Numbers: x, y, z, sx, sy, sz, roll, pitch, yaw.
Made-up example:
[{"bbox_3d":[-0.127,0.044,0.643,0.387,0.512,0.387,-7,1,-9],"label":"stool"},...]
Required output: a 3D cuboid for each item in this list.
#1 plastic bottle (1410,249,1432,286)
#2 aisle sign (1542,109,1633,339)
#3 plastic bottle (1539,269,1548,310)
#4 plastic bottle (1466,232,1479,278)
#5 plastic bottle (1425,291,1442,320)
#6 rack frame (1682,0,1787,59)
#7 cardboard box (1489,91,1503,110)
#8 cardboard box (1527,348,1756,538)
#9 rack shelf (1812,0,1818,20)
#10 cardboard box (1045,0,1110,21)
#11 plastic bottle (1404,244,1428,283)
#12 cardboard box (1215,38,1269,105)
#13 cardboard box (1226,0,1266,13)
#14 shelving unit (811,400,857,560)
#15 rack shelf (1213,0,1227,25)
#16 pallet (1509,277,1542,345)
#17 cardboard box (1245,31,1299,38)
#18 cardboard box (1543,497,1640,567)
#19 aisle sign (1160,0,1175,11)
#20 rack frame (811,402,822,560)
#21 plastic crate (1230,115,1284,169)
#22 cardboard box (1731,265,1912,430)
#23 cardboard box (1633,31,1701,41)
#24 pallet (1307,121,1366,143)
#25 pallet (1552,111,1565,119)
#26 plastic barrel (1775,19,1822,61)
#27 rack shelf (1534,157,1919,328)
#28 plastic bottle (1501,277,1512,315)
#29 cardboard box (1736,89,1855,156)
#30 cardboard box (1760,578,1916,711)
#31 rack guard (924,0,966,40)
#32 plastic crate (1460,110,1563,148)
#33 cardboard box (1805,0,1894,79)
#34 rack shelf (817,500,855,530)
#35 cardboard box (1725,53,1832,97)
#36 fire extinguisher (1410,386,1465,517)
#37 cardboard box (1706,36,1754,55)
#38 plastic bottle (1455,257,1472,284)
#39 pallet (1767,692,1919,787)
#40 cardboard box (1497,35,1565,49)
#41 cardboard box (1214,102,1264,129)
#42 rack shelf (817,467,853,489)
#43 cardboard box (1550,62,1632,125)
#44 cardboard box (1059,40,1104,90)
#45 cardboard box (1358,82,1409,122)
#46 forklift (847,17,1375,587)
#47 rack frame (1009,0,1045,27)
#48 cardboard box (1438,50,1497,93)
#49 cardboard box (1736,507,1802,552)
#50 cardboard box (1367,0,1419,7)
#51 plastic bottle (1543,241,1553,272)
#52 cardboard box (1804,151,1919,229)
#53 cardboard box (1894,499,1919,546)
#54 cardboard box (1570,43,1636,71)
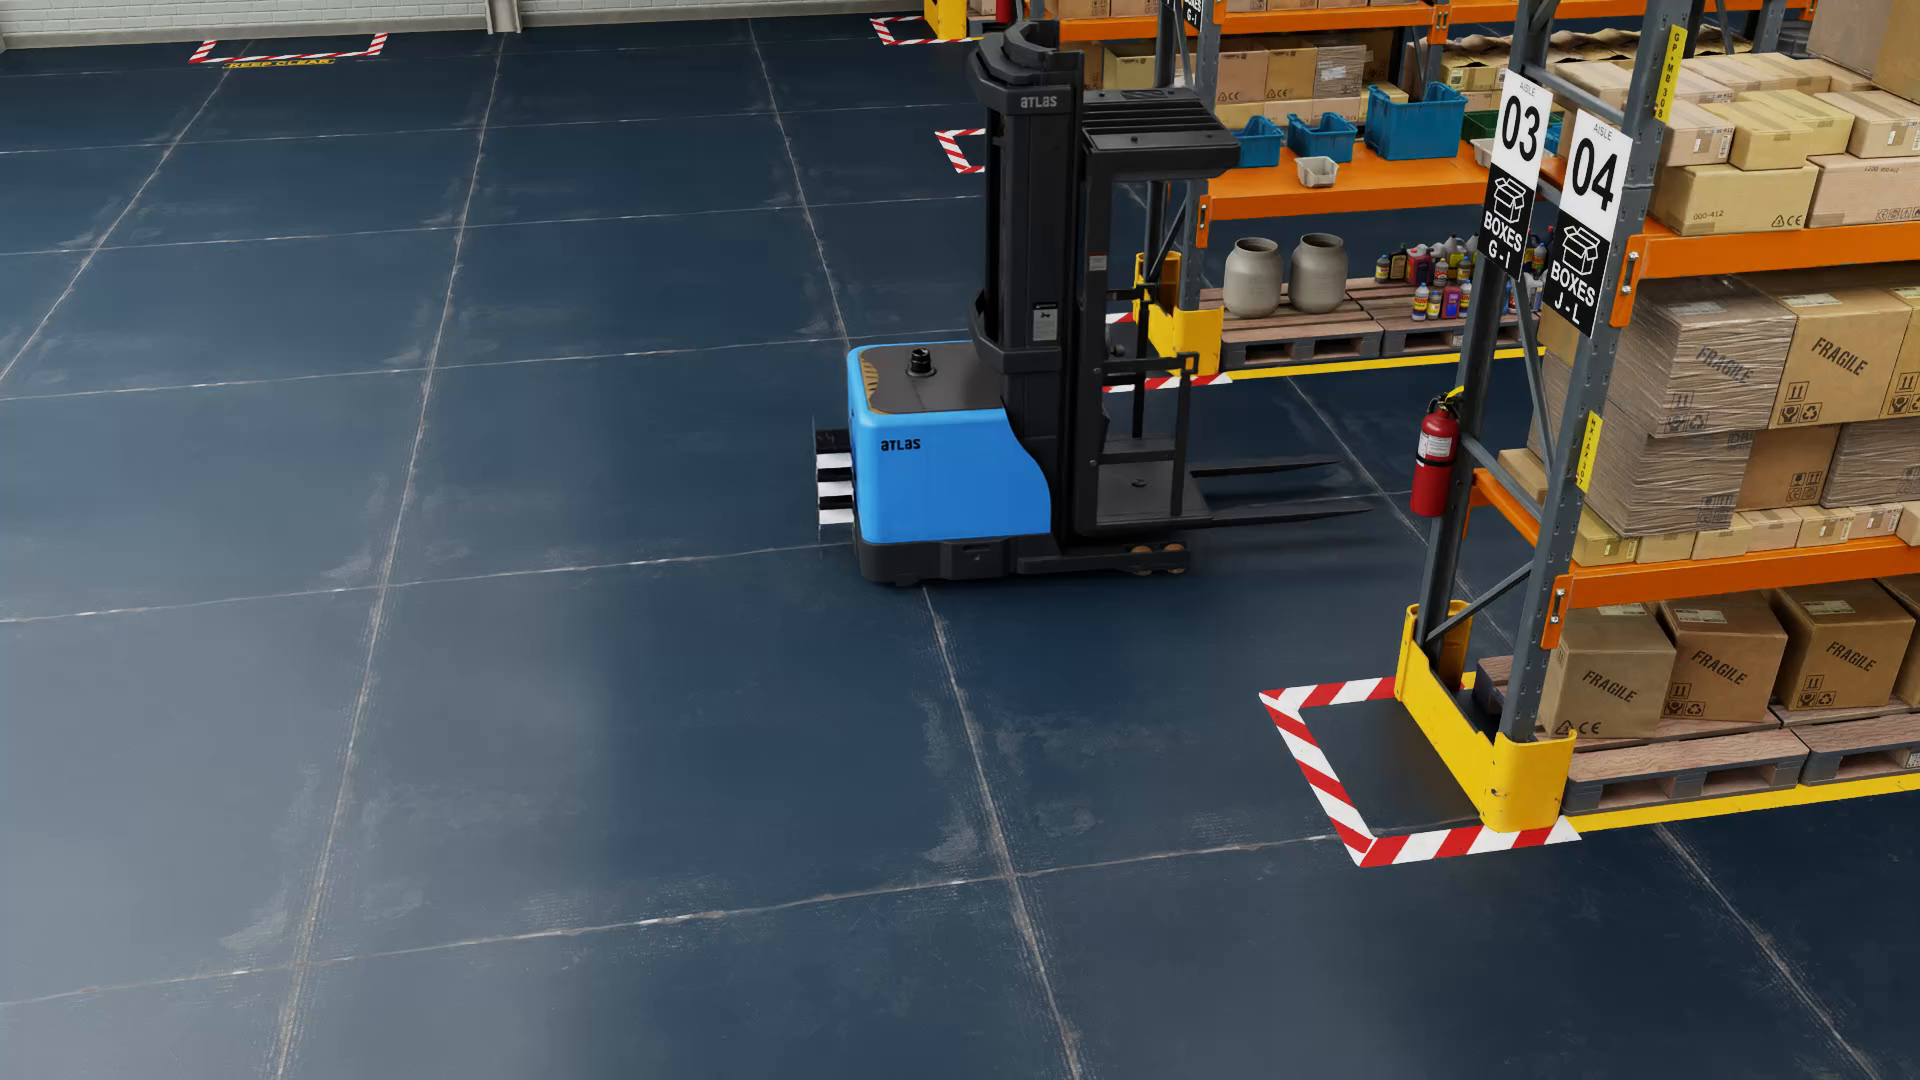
[{"bbox_3d":[3.523,-2.081,12.691,0.133,0.283,0.061,-5,31,-9],"label":"plastic bottle"},{"bbox_3d":[2.408,-1.216,6.408,0.004,0.787,0.394,-5,31,-9],"label":"aisle sign"},{"bbox_3d":[4.369,-1.884,12.288,0.185,0.351,0.144,-5,31,-9],"label":"plastic bottle"},{"bbox_3d":[3.985,-2.210,12.843,0.185,0.351,0.144,-6,31,-9],"label":"plastic bottle"},{"bbox_3d":[3.464,-1.723,12.162,0.097,0.201,0.097,0,30,0],"label":"plastic bottle"},{"bbox_3d":[5.457,-3.085,12.152,0.127,3.000,1.000,-5,31,-9],"label":"rack frame"},{"bbox_3d":[5.513,-4.510,16.874,0.500,0.250,0.500,-5,31,-8],"label":"cardboard box"},{"bbox_3d":[2.961,-0.459,7.293,0.500,0.500,0.875,-5,31,-9],"label":"cardboard box"},{"bbox_3d":[10.471,-5.793,17.467,4.000,0.370,1.077,-5,31,-9],"label":"rack shelf"},{"bbox_3d":[1.096,-5.269,15.768,0.500,0.500,0.700,-5,31,-9],"label":"cardboard box"},{"bbox_3d":[3.503,-2.131,12.783,0.135,0.276,0.152,-5,31,-9],"label":"plastic bottle"},{"bbox_3d":[2.678,-4.583,16.258,0.500,0.500,0.500,-5,31,-9],"label":"cardboard box"},{"bbox_3d":[2.618,-5.412,16.011,0.500,0.500,0.700,-4,31,-7],"label":"cardboard box"},{"bbox_3d":[-0.723,-0.341,9.557,0.210,0.900,0.258,-4,31,-6],"label":"shelving unit"},{"bbox_3d":[3.490,-3.886,11.264,4.000,0.370,1.077,-5,31,-9],"label":"rack shelf"},{"bbox_3d":[4.789,-1.843,12.790,1.213,0.211,1.003,-5,31,-9],"label":"pallet"},{"bbox_3d":[3.073,-4.897,16.791,0.500,0.500,0.500,-5,31,-9],"label":"cardboard box"},{"bbox_3d":[2.738,-0.050,7.237,0.250,0.149,0.380,-5,31,-9],"label":"cardboard box"},{"bbox_3d":[1.398,-3.982,11.113,0.004,0.787,0.394,-5,31,-9],"label":"aisle sign"},{"bbox_3d":[-0.824,-0.334,9.546,0.006,0.900,0.240,-4,31,-6],"label":"rack frame"},{"bbox_3d":[1.961,-2.851,11.900,0.616,0.251,0.499,-5,31,-9],"label":"plastic crate"},{"bbox_3d":[3.498,-0.809,6.903,0.500,0.500,0.500,-5,31,-9],"label":"cardboard box"},{"bbox_3d":[7.420,-5.204,17.501,0.500,0.311,0.500,-6,31,-10],"label":"cardboard box"},{"bbox_3d":[3.779,-4.302,16.972,1.213,0.211,1.003,-5,31,-9],"label":"pallet"},{"bbox_3d":[6.489,-4.553,17.399,1.213,0.211,1.003,-5,31,-9],"label":"pallet"},{"bbox_3d":[5.892,-3.186,11.828,0.708,0.901,0.600,-5,31,-9],"label":"plastic barrel"},{"bbox_3d":[4.382,-1.416,7.064,4.000,0.370,1.077,-5,31,-9],"label":"rack shelf"},{"bbox_3d":[3.997,-1.803,12.229,0.097,0.271,0.097,0,30,0],"label":"plastic bottle"},{"bbox_3d":[3.226,-1.621,6.457,0.250,0.149,0.380,-6,31,-10],"label":"cardboard box"},{"bbox_3d":[4.233,0.478,8.144,0.500,0.500,0.500,-3,31,-4],"label":"cardboard box"},{"bbox_3d":[-0.187,-6.589,20.577,0.348,0.500,1.175,-5,31,-9],"label":"rack guard"},{"bbox_3d":[4.071,-3.011,12.235,0.662,0.188,0.450,-5,31,-9],"label":"plastic crate"},{"bbox_3d":[3.894,-2.198,6.799,0.500,0.500,0.500,-5,31,-9],"label":"cardboard box"},{"bbox_3d":[-0.723,-0.157,9.665,0.200,0.077,0.258,-4,31,-6],"label":"rack shelf"},{"bbox_3d":[3.401,-1.912,6.951,0.250,0.149,0.380,-5,31,-9],"label":"cardboard box"},{"bbox_3d":[2.219,-0.437,7.724,0.183,0.674,0.296,-5,31,-9],"label":"fire extinguisher"},{"bbox_3d":[8.033,-4.987,17.132,0.500,0.311,0.500,-5,31,-8],"label":"cardboard box"},{"bbox_3d":[3.867,-2.073,12.757,0.097,0.201,0.097,0,30,0],"label":"plastic bottle"},{"bbox_3d":[4.493,0.778,8.333,1.213,0.211,1.003,-5,31,-9],"label":"pallet"},{"bbox_3d":[5.917,-5.068,17.269,0.500,0.311,0.500,-5,31,-9],"label":"cardboard box"},{"bbox_3d":[2.678,-4.260,16.448,0.500,0.250,0.500,-5,31,-9],"label":"cardboard box"},{"bbox_3d":[-0.723,-0.390,9.528,0.200,0.077,0.258,-4,31,-6],"label":"rack shelf"},{"bbox_3d":[2.632,-1.832,6.816,0.250,0.149,0.380,-5,31,-9],"label":"cardboard box"},{"bbox_3d":[1.108,-4.706,16.468,0.500,0.500,0.500,-5,31,-9],"label":"cardboard box"},{"bbox_3d":[4.152,-4.400,16.686,0.500,0.250,0.500,-5,31,-9],"label":"cardboard box"},{"bbox_3d":[0.889,-1.323,9.223,3.031,2.935,1.130,-4,31,-6],"label":"forklift"},{"bbox_3d":[0.634,-5.190,15.732,0.127,3.000,1.000,-5,31,-9],"label":"rack frame"},{"bbox_3d":[5.020,-4.706,16.654,0.500,0.311,0.500,-5,31,-9],"label":"cardboard box"},{"bbox_3d":[3.478,-0.111,7.342,0.250,0.149,0.380,-5,31,-9],"label":"cardboard box"},{"bbox_3d":[4.133,-5.555,16.253,0.500,0.500,0.700,-6,31,-10],"label":"cardboard box"},{"bbox_3d":[4.615,-2.194,12.816,0.185,0.351,0.144,-5,31,-9],"label":"plastic bottle"},{"bbox_3d":[3.442,-1.444,6.550,0.500,0.250,0.500,-6,31,-10],"label":"cardboard box"},{"bbox_3d":[4.231,-0.138,7.388,0.250,0.149,0.380,-5,31,-9],"label":"cardboard box"},{"bbox_3d":[6.532,-4.847,16.894,0.500,0.311,0.500,-4,31,-8],"label":"cardboard box"}]
